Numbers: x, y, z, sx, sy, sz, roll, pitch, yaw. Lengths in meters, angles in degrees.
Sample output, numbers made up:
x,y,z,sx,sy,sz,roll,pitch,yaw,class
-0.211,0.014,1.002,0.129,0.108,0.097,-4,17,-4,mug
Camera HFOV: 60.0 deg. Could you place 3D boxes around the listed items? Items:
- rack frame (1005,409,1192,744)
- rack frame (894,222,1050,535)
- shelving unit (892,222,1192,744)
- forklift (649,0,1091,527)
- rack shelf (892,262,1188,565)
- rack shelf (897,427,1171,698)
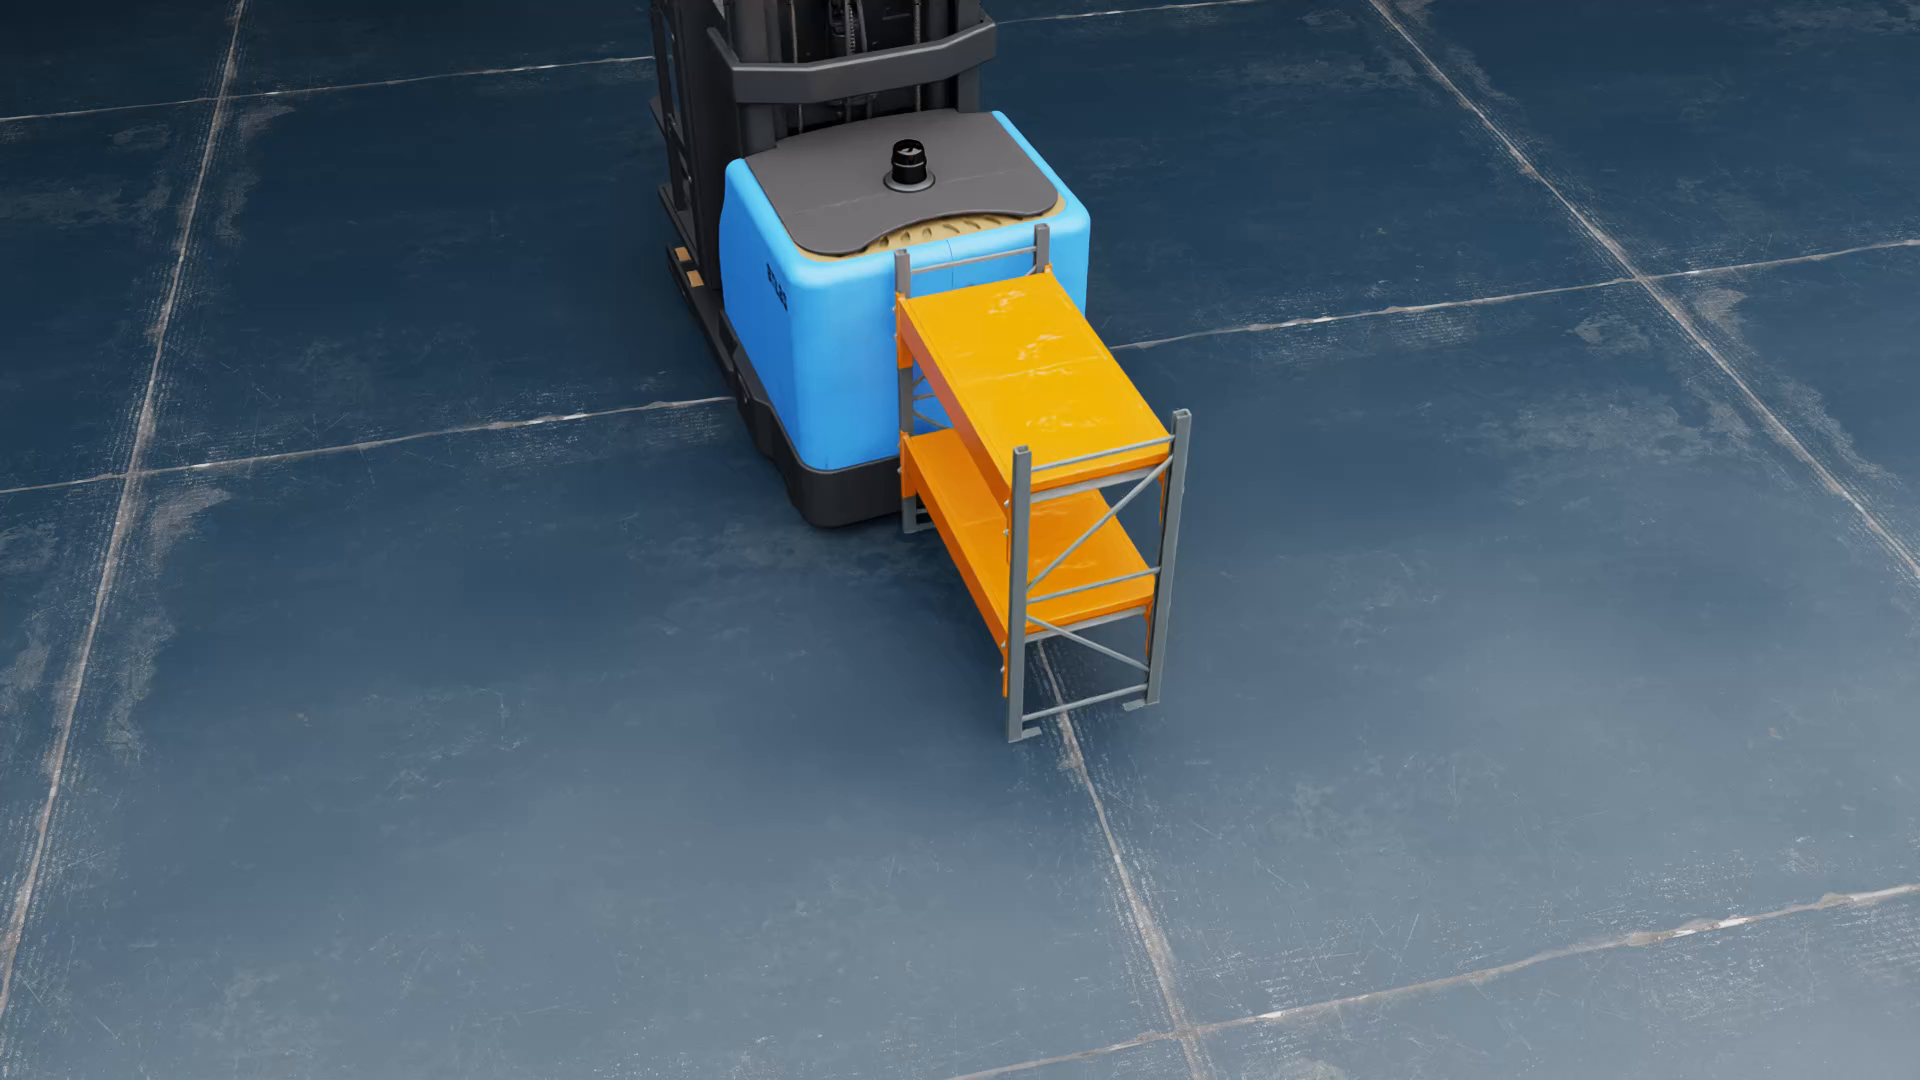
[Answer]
x,y,z,sx,sy,sz,roll,pitch,yaw,class
0.378,0.134,4.752,0.500,1.125,0.032,-13,43,-14,rack frame
0.039,-0.503,5.469,0.500,1.125,0.032,-13,43,-14,rack frame
0.208,-0.184,5.111,0.538,1.125,1.048,-13,43,-14,shelving unit
-0.573,-2.127,5.939,1.130,2.935,3.031,-15,44,-16,forklift
0.208,-0.403,4.916,0.538,0.278,1.000,-13,43,-14,rack shelf
0.208,-0.002,5.273,0.538,0.278,1.000,-13,43,-14,rack shelf
